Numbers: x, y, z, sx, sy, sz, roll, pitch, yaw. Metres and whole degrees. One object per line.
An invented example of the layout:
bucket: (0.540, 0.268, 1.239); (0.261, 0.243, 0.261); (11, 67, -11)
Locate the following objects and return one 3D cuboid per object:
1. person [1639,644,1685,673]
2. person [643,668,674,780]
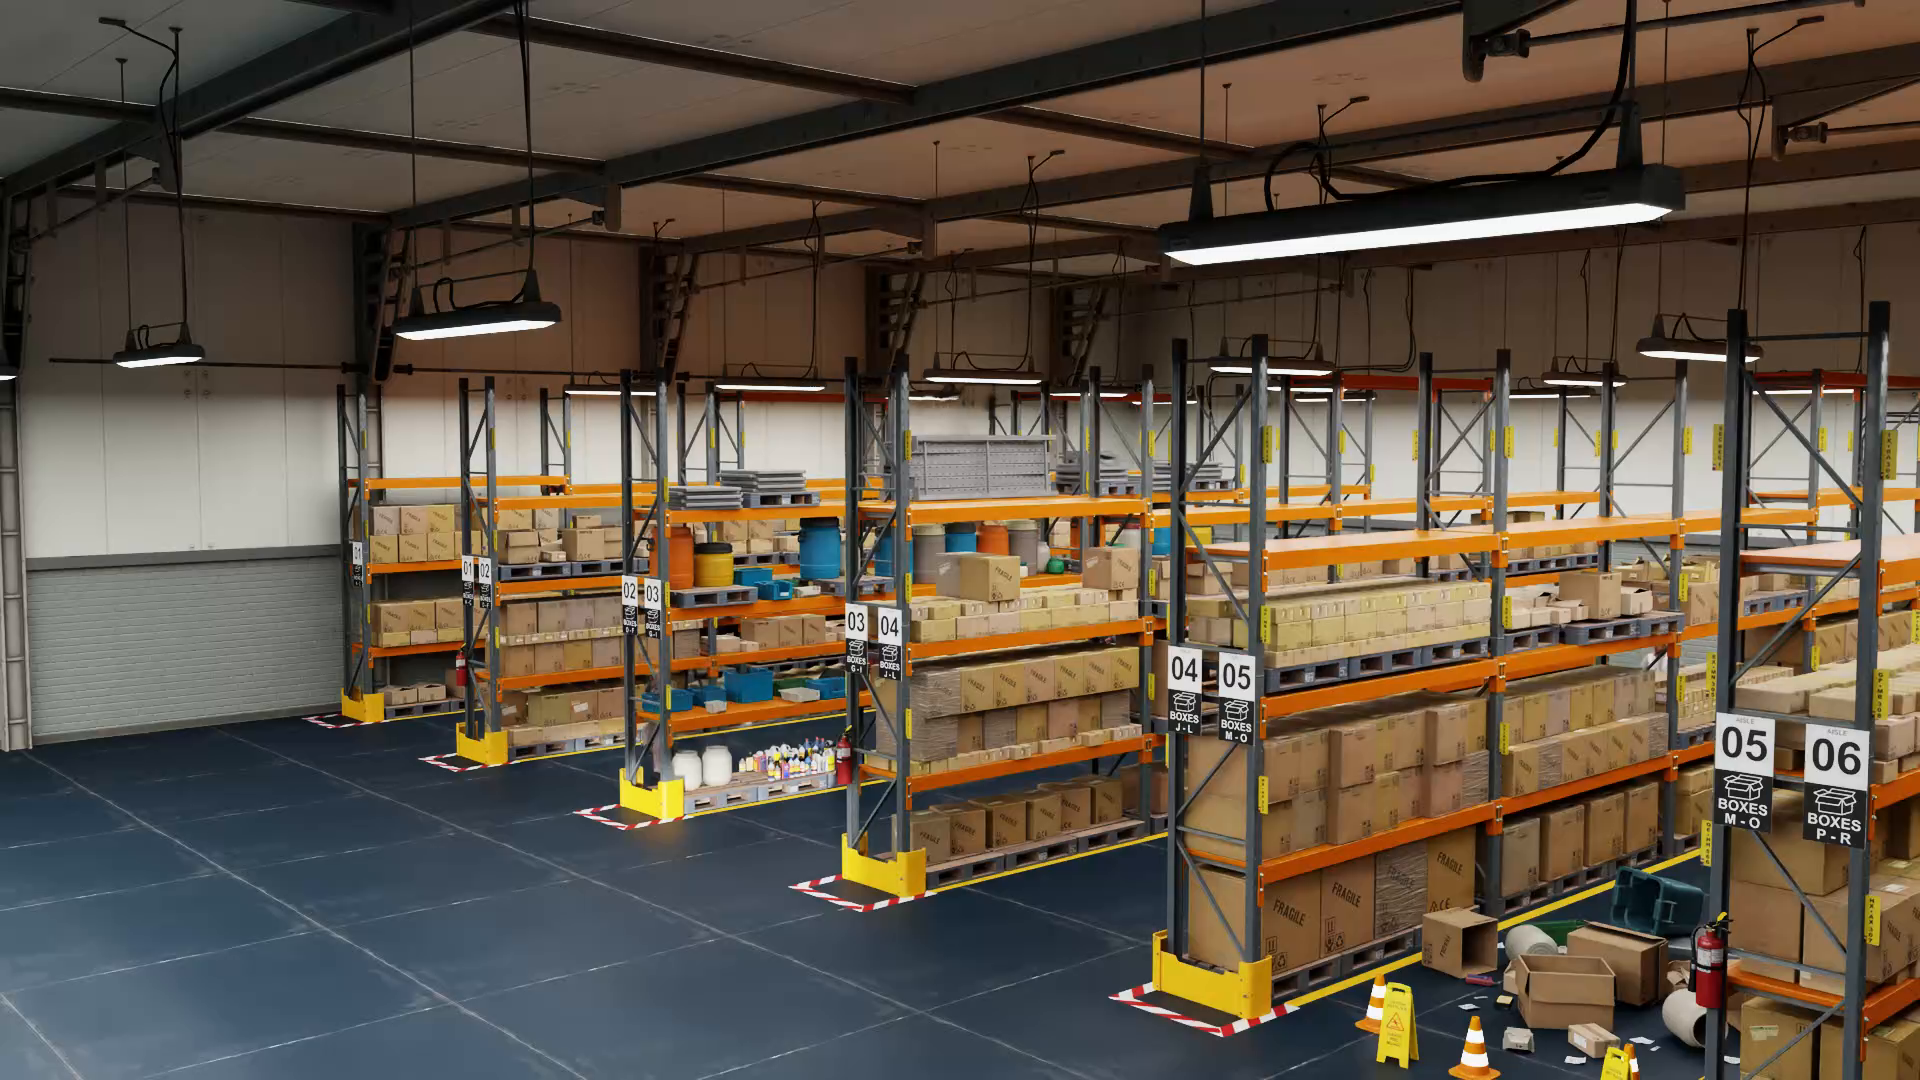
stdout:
person: (11.754, 2.491, 27.883); (0.716, 1.738, 0.817); (2, 4, 27)
person: (-4.479, 2.724, 24.732); (0.693, 1.678, 0.682); (2, 4, 33)
